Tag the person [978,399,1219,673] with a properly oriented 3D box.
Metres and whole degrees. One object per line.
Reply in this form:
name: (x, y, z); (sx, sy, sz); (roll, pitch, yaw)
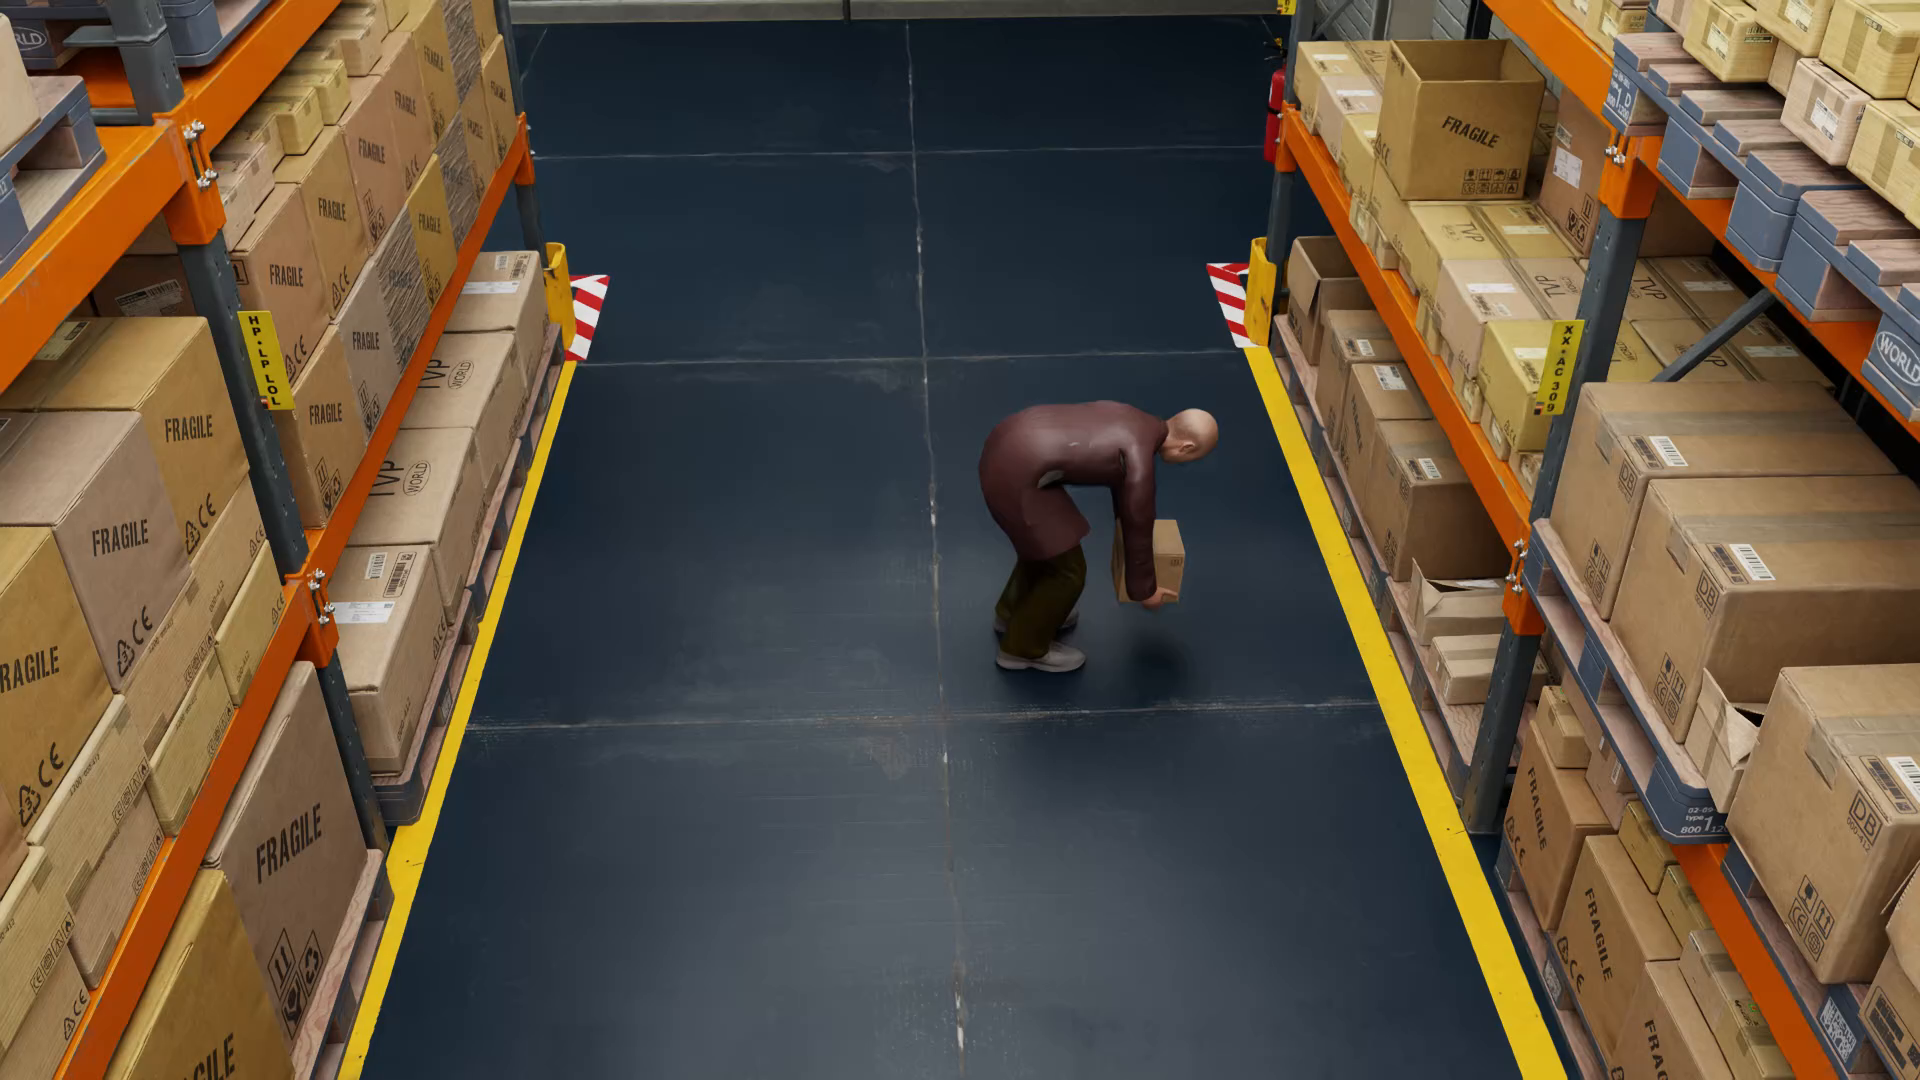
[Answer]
person: (0.547, -0.028, 6.764); (0.948, 1.133, 0.568); (-3, 35, -4)
